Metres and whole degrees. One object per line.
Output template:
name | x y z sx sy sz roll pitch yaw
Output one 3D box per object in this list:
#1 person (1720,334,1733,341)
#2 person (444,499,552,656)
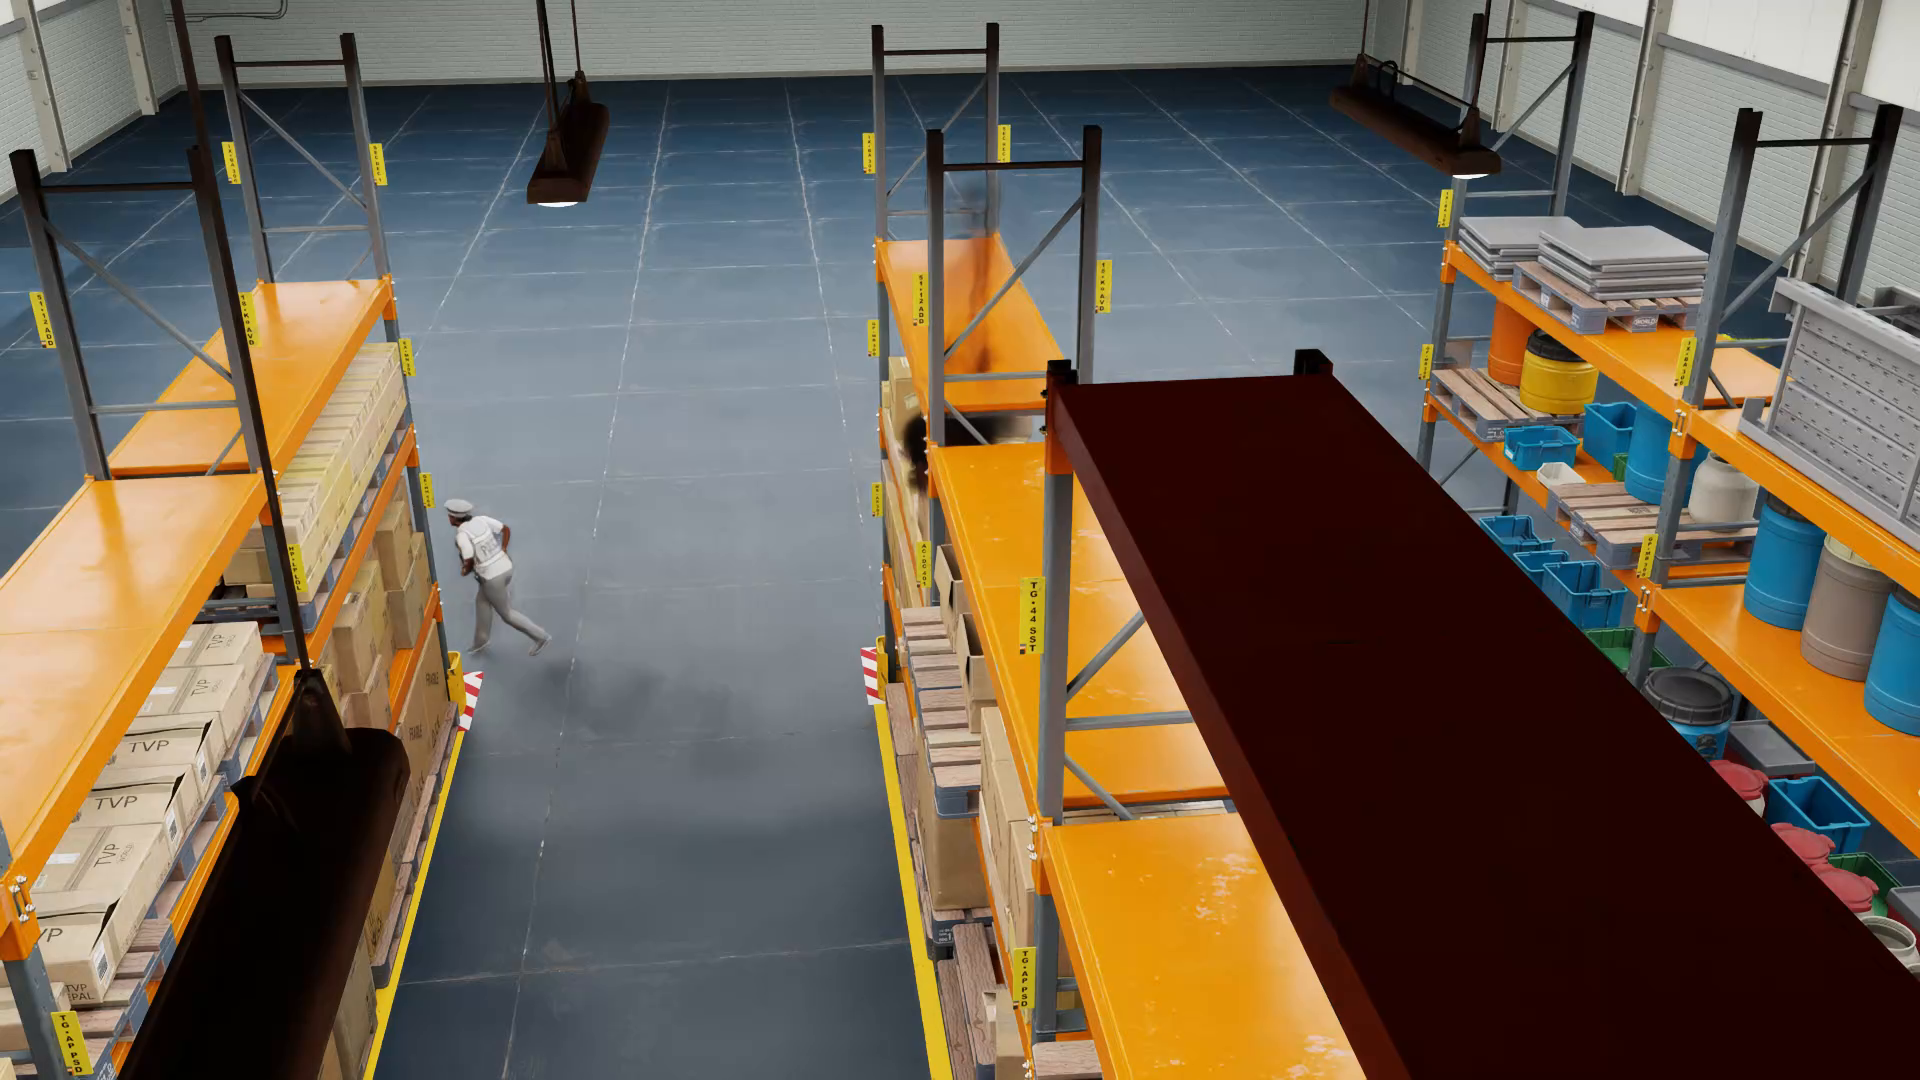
person | 8.932 -1.626 19.879 0.926 1.744 0.713 6 26 12
person | -4.367 0.416 15.852 0.985 1.624 0.612 9 27 18
